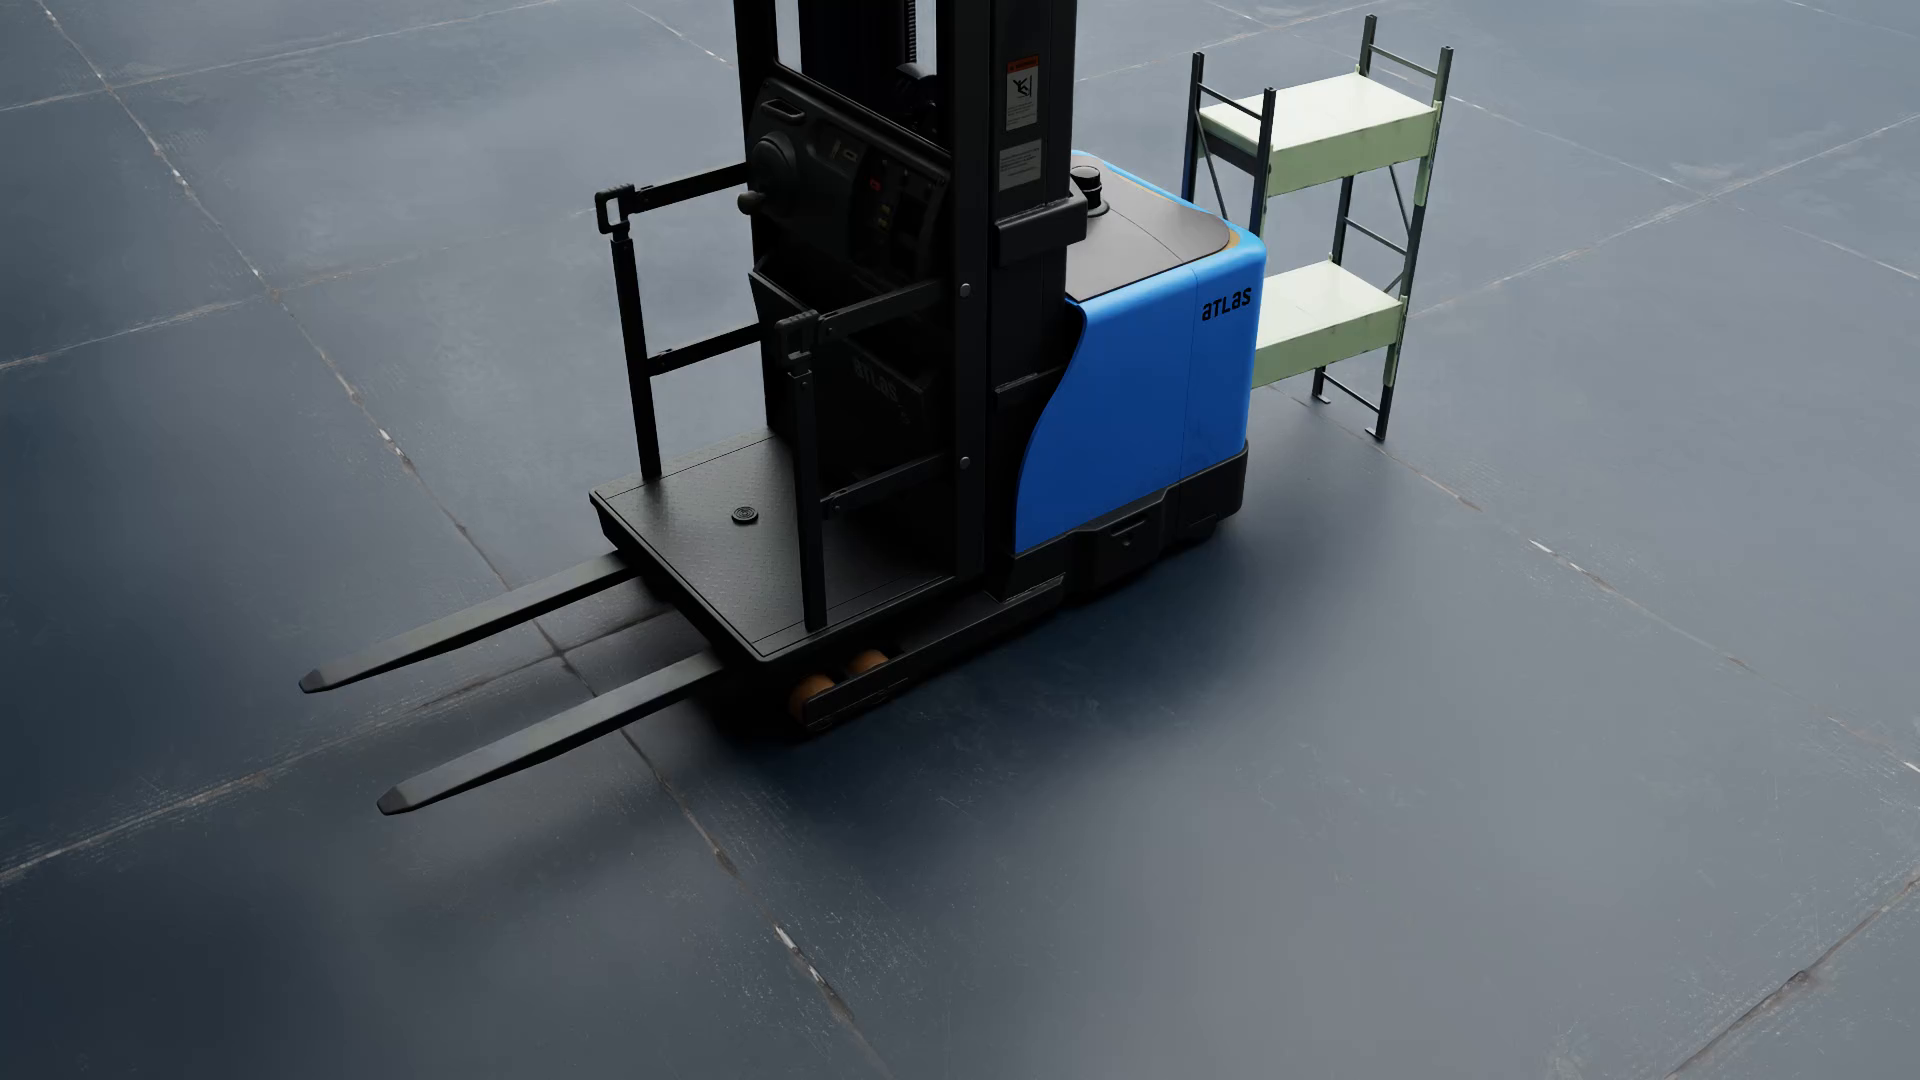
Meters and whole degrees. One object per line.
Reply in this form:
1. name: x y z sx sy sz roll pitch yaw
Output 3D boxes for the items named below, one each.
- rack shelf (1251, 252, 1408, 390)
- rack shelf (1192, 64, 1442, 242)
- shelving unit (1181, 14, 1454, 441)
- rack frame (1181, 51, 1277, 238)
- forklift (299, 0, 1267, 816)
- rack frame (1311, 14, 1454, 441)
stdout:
1. rack shelf: 1.179 -0.714 6.016 0.720 0.370 0.431 -19 40 -24
2. rack shelf: 1.179 -1.295 5.598 0.720 0.370 0.431 -19 40 -24
3. shelving unit: 1.179 -0.978 5.826 0.755 1.500 0.431 -19 40 -24
4. rack frame: 0.863 -0.870 5.676 0.023 1.500 0.400 -19 40 -24
5. forklift: -0.499 -0.972 4.592 3.031 2.935 1.130 -24 42 -29
6. rack frame: 1.495 -1.086 5.976 0.023 1.500 0.400 -19 40 -24
